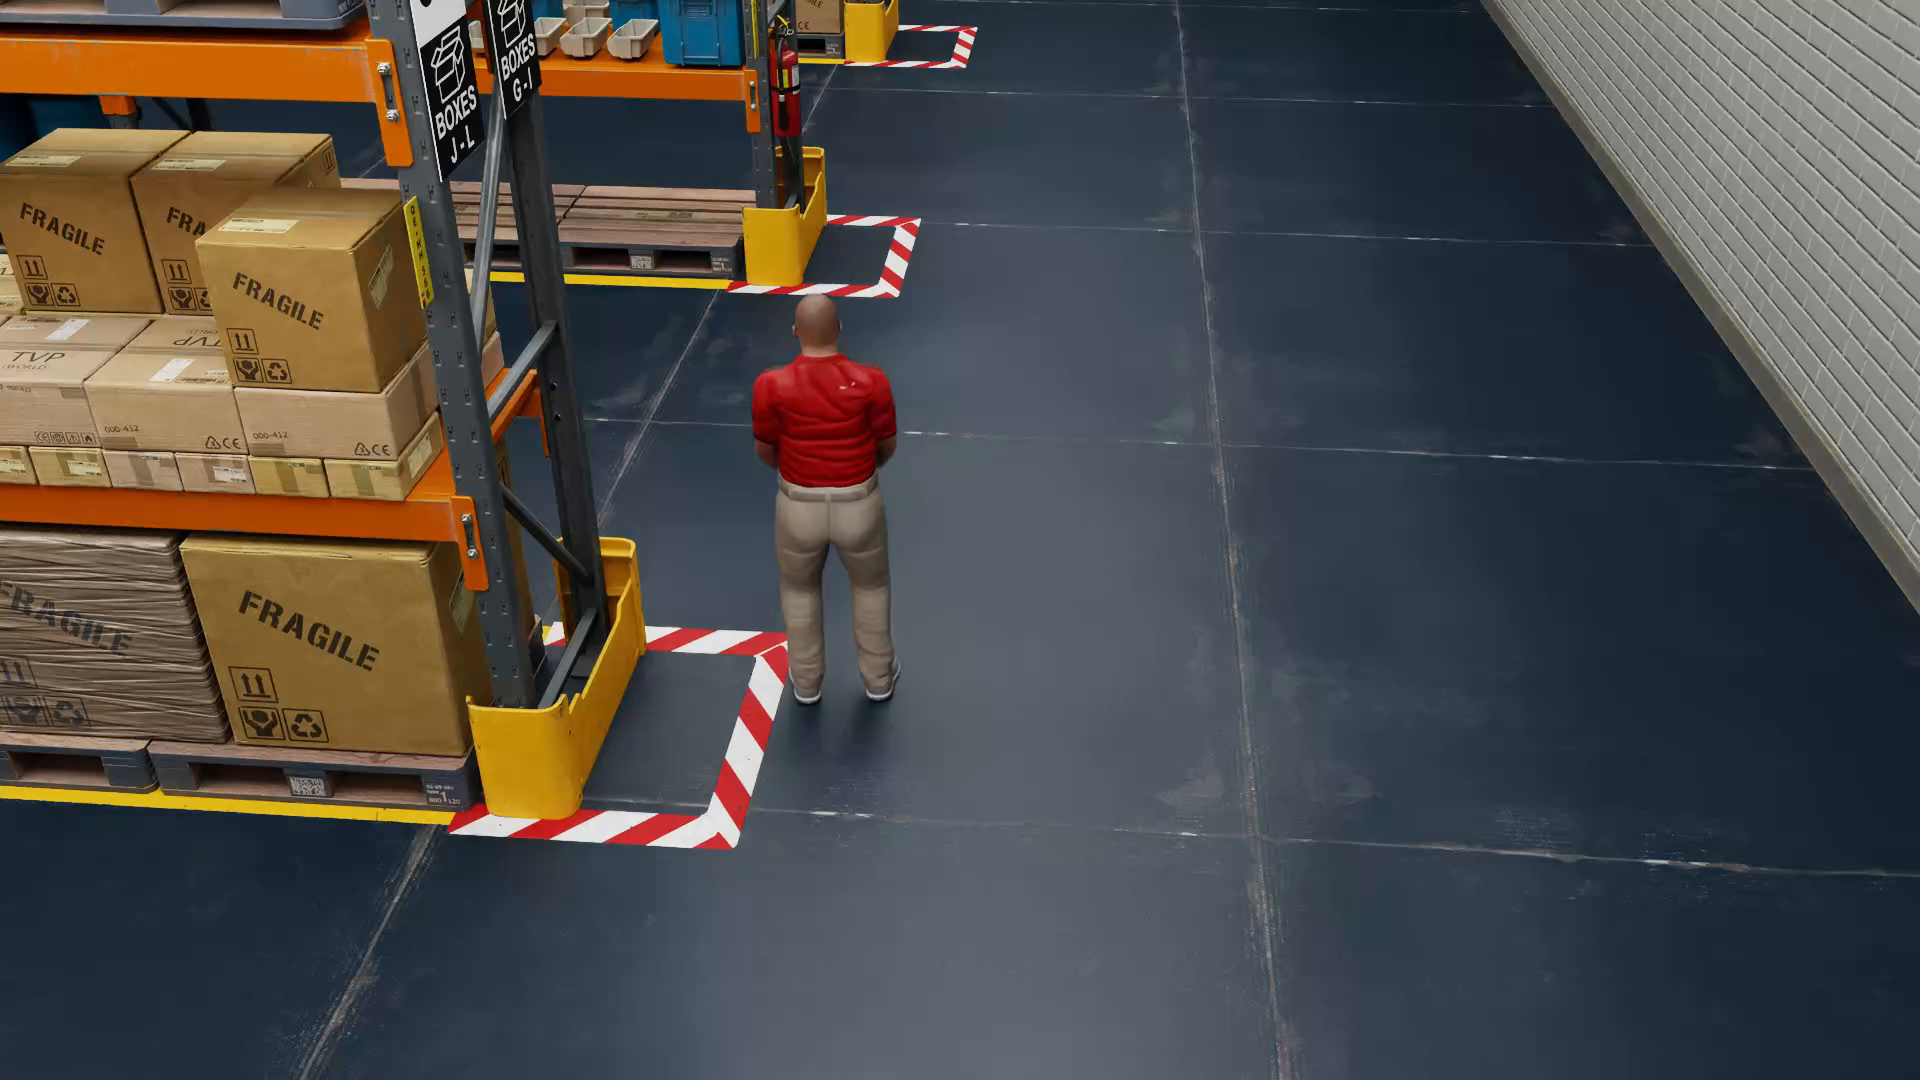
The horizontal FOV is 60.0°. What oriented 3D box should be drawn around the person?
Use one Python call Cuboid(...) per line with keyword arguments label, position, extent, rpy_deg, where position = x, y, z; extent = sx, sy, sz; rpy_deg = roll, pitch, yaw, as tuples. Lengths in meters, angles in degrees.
Cuboid(label="person", position=(-0.504, -0.161, 6.402), extent=(0.532, 1.733, 0.470), rpy_deg=(-2, 32, -2))
